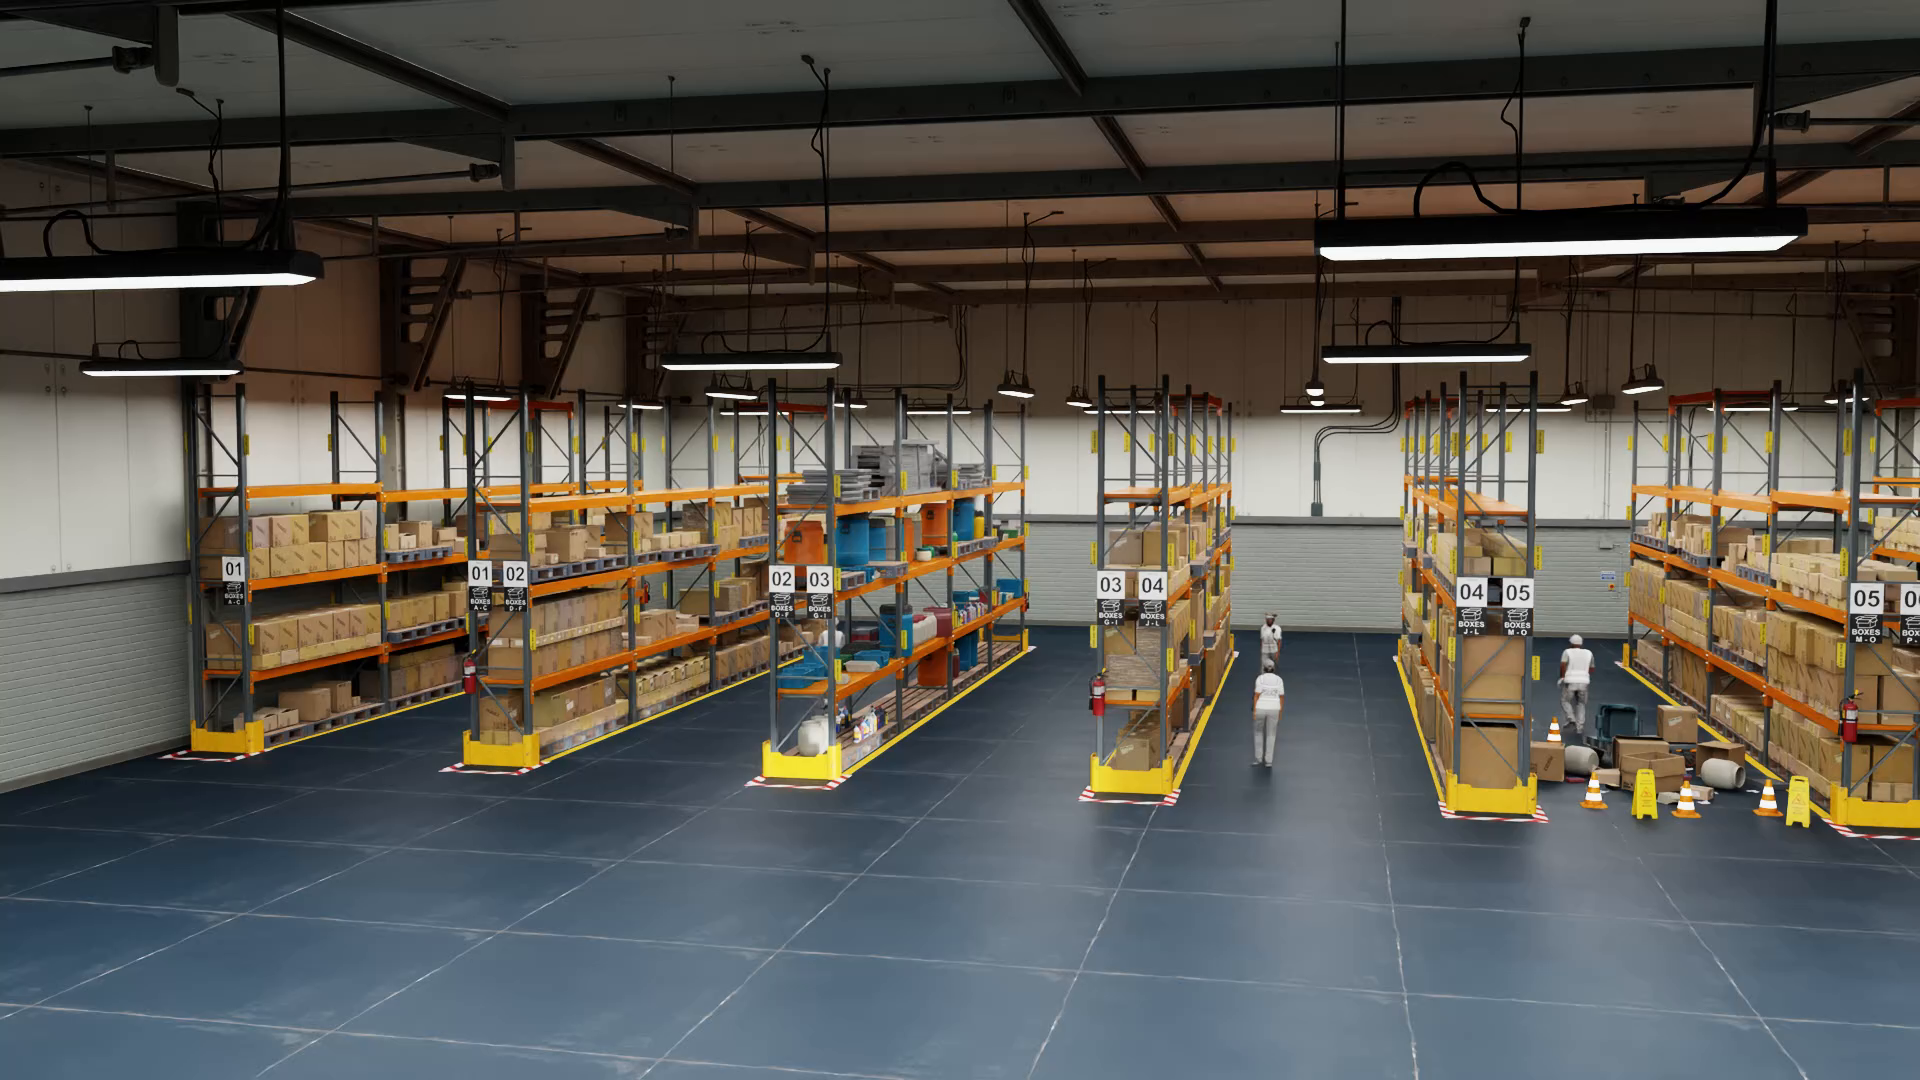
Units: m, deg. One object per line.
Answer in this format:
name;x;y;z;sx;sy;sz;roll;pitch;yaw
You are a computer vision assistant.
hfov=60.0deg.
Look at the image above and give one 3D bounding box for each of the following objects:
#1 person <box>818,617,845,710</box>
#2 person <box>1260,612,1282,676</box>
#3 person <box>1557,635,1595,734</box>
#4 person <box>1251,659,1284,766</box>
person;-2.410;2.333;31.239;0.586;1.808;0.542;0;3;3
person;6.212;2.259;33.316;0.462;1.633;0.956;1;4;22
person;10.775;2.508;29.099;0.648;1.673;0.788;1;3;13
person;4.797;2.722;25.935;0.507;1.711;0.606;1;3;9
